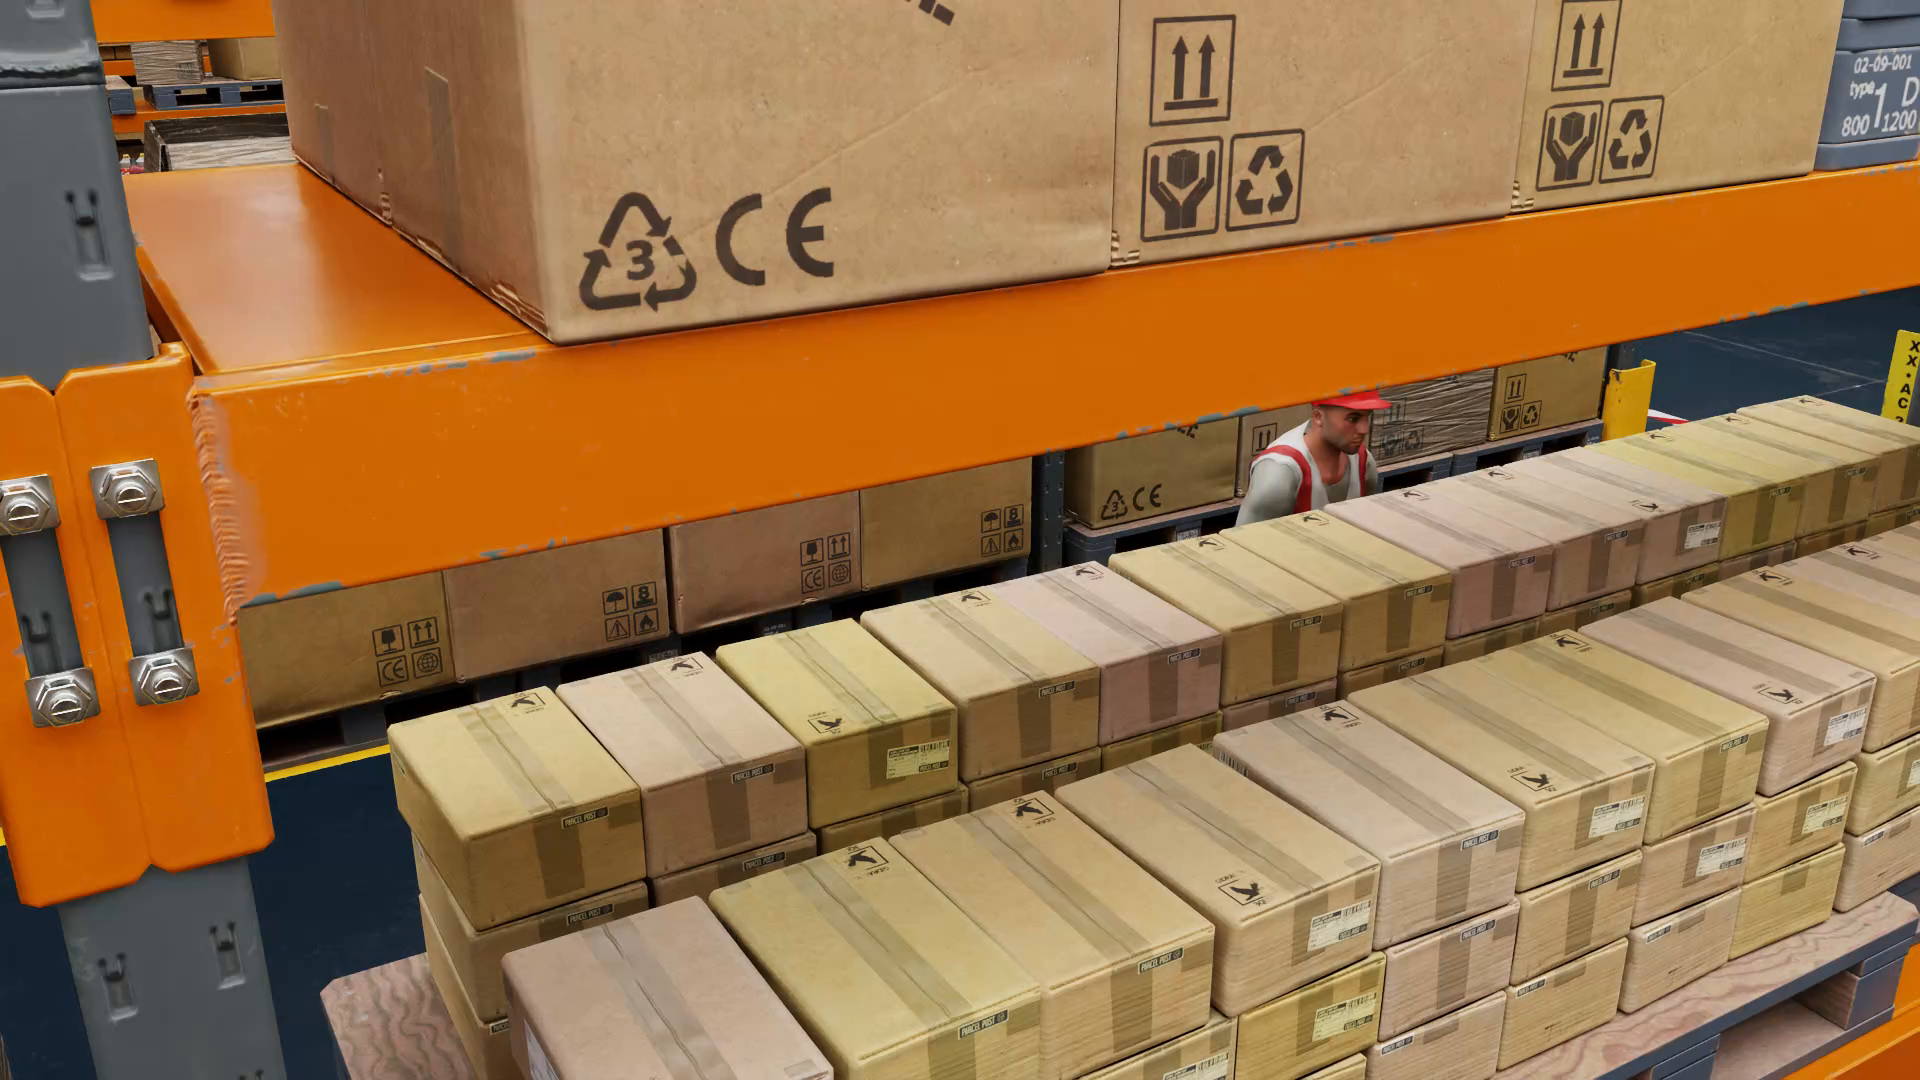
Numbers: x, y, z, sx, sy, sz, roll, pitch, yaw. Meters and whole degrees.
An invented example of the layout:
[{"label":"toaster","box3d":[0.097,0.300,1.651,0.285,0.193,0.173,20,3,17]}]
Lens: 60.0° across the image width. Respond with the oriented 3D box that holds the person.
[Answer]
[{"label":"person","box3d":[1.117,0.267,5.388,0.621,1.781,0.445,-14,25,-31]}]
